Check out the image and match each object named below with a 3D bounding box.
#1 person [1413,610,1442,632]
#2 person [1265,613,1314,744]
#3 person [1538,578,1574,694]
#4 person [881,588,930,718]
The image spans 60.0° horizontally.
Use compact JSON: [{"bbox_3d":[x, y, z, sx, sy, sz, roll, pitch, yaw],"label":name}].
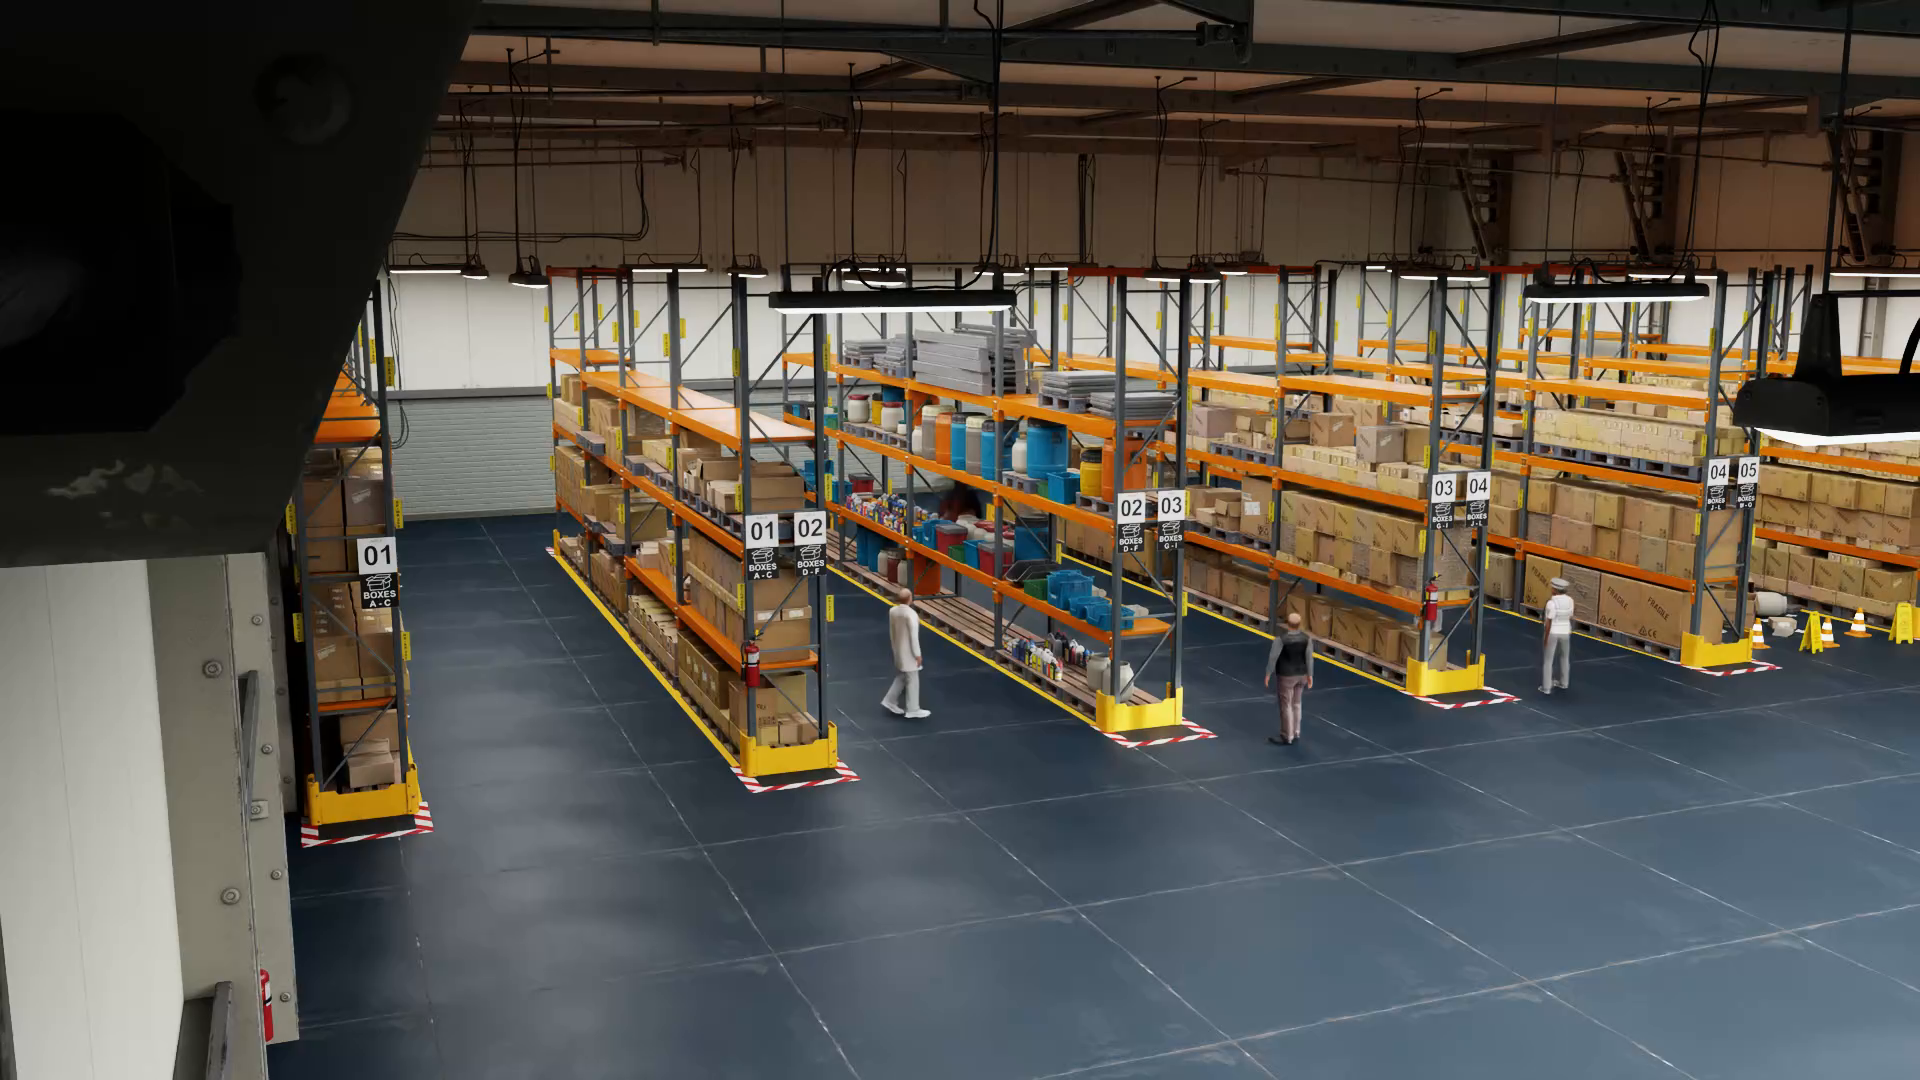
[{"bbox_3d":[7.843,0.701,27.789,0.528,1.666,0.441,9,14,43],"label":"person"},{"bbox_3d":[4.235,1.780,21.510,0.548,1.737,0.522,-6,11,-30],"label":"person"},{"bbox_3d":[8.629,1.360,24.055,0.455,1.667,0.533,0,10,2],"label":"person"},{"bbox_3d":[-0.728,1.545,22.740,0.586,1.802,0.654,-5,11,-28],"label":"person"}]
